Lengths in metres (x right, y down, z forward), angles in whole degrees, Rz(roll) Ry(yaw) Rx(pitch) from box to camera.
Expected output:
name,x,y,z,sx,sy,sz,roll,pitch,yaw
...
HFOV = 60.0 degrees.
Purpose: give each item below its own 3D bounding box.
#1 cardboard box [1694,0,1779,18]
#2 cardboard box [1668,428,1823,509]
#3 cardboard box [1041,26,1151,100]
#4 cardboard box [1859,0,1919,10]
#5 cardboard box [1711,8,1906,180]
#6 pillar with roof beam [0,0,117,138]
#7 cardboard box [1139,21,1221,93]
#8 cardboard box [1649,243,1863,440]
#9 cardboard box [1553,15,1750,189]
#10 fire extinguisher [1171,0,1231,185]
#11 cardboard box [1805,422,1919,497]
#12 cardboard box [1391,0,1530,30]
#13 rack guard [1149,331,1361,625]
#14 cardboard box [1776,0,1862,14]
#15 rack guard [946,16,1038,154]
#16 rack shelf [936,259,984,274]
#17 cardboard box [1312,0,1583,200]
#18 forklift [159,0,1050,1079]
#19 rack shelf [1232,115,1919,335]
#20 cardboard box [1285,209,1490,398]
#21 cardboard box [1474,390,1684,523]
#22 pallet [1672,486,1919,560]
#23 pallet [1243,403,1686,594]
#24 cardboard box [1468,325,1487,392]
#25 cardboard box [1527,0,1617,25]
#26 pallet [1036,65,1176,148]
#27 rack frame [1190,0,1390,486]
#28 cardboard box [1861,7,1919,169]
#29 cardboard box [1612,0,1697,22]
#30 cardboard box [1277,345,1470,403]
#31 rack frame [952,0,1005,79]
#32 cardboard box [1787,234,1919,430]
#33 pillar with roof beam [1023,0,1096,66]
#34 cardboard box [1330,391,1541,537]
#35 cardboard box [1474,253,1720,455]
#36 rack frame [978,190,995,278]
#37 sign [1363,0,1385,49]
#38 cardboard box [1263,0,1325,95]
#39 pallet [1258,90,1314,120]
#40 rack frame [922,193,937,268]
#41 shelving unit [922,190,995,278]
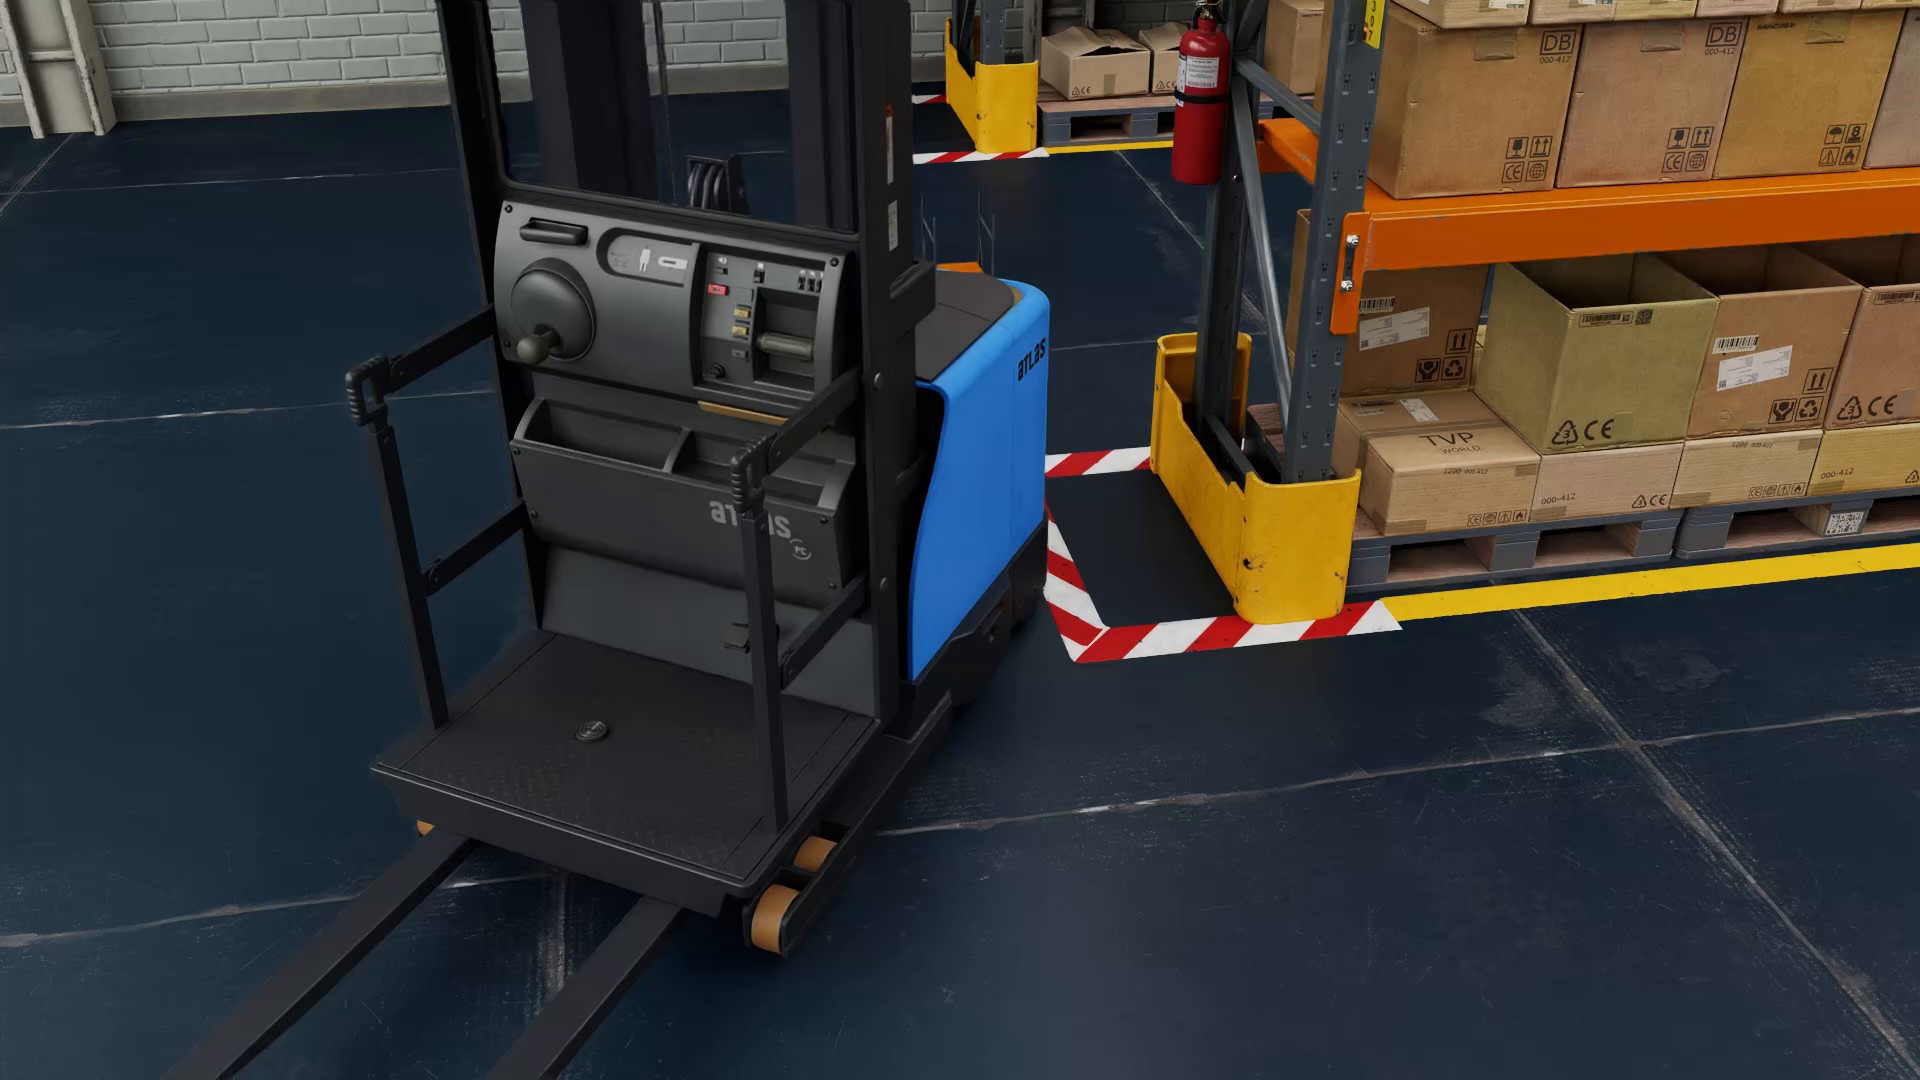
name,x,y,z,sx,sy,sz,roll,pitch,yaw
cardboard box,2.175,-1.647,4.853,0.250,0.149,0.380,-6,31,-10
cardboard box,2.547,-0.353,5.690,0.500,0.250,0.500,-5,31,-9
cardboard box,0.797,-2.845,9.848,0.500,0.311,0.500,-9,32,-15
cardboard box,2.688,-1.696,4.937,0.250,0.149,0.380,-6,31,-10
cardboard box,2.463,-1.499,5.241,0.500,0.500,0.700,-5,31,-9
pillar with roof beam,-4.493,-4.183,3.986,0.400,9.000,9.100,-5,31,-9
cardboard box,1.358,-2.897,9.936,0.500,0.311,0.500,-3,31,-5
cardboard box,2.545,-0.682,5.510,0.500,0.500,0.500,-5,31,-9
cardboard box,1.974,-1.456,5.169,0.500,0.500,0.700,-5,31,-8
fire extinguisher,0.797,-1.514,5.442,0.183,0.674,0.296,-5,31,-9
cardboard box,3.040,-0.397,5.763,0.500,0.250,0.500,-5,31,-9
cardboard box,1.421,-1.578,4.735,0.250,0.149,0.380,-6,31,-9
rack guard,0.973,-0.247,5.677,0.348,0.500,1.175,-5,31,-9
cardboard box,2.437,-1.673,4.897,0.250,0.149,0.380,-6,31,-11
rack guard,0.175,-2.725,9.892,0.348,0.500,1.175,-5,31,-9
rack shelf,-0.007,-0.797,5.299,0.180,0.103,0.258,-5,31,-9
cardboard box,1.458,-1.406,5.083,0.500,0.500,0.700,-5,31,-9
forklift,-0.777,-0.507,3.721,1.130,2.935,3.031,13,33,20
rack shelf,2.964,-1.199,5.540,4.000,0.370,1.077,-5,31,-9
cardboard box,1.471,-0.843,5.783,0.500,0.500,0.500,-5,31,-9
cardboard box,2.055,-0.308,5.613,0.500,0.250,0.500,-5,31,-9
pallet,2.939,-0.325,6.094,1.213,0.211,1.003,-5,31,-9
pallet,1.741,-0.215,5.908,1.213,0.211,1.003,-5,31,-9
cardboard box,1.961,-0.570,6.059,0.500,0.250,0.500,-5,31,-9
cardboard box,1.681,-1.603,4.779,0.250,0.149,0.380,-6,31,-10
pallet,0.981,-2.658,10.061,1.213,0.211,1.003,-5,31,-9
rack frame,0.997,-1.327,5.047,0.127,3.000,1.000,-5,31,-9
cardboard box,2.980,-1.549,5.326,0.500,0.500,0.700,-4,31,-7
cardboard box,1.926,-1.625,4.816,0.250,0.149,0.380,-5,31,-9
cardboard box,1.471,-0.519,5.971,0.500,0.250,0.500,-5,31,-9
rack frame,0.101,-3.796,9.247,0.127,3.000,1.000,-5,31,-9
cardboard box,3.040,-0.719,5.572,0.500,0.500,0.500,-5,31,-9
pillar with roof beam,1.409,-4.731,4.918,0.400,9.000,9.100,-5,31,-9
cardboard box,1.564,-0.260,5.532,0.500,0.250,0.500,-5,31,-9
cardboard box,2.056,-0.630,5.421,0.500,0.500,0.500,-5,31,-9
rack frame,0.083,-0.533,5.473,0.006,1.200,0.240,-5,31,-9
sign,1.091,-1.457,4.336,0.005,0.325,0.100,-5,31,-9
cardboard box,2.089,-3.021,9.960,0.500,0.500,0.700,-7,31,-12
pallet,2.178,-2.767,10.248,1.213,0.211,1.003,-5,31,-9
rack frame,-0.097,-0.516,5.444,0.006,1.200,0.240,-5,31,-9
shelving unit,-0.007,-0.525,5.459,0.189,1.200,0.258,-5,31,-9
